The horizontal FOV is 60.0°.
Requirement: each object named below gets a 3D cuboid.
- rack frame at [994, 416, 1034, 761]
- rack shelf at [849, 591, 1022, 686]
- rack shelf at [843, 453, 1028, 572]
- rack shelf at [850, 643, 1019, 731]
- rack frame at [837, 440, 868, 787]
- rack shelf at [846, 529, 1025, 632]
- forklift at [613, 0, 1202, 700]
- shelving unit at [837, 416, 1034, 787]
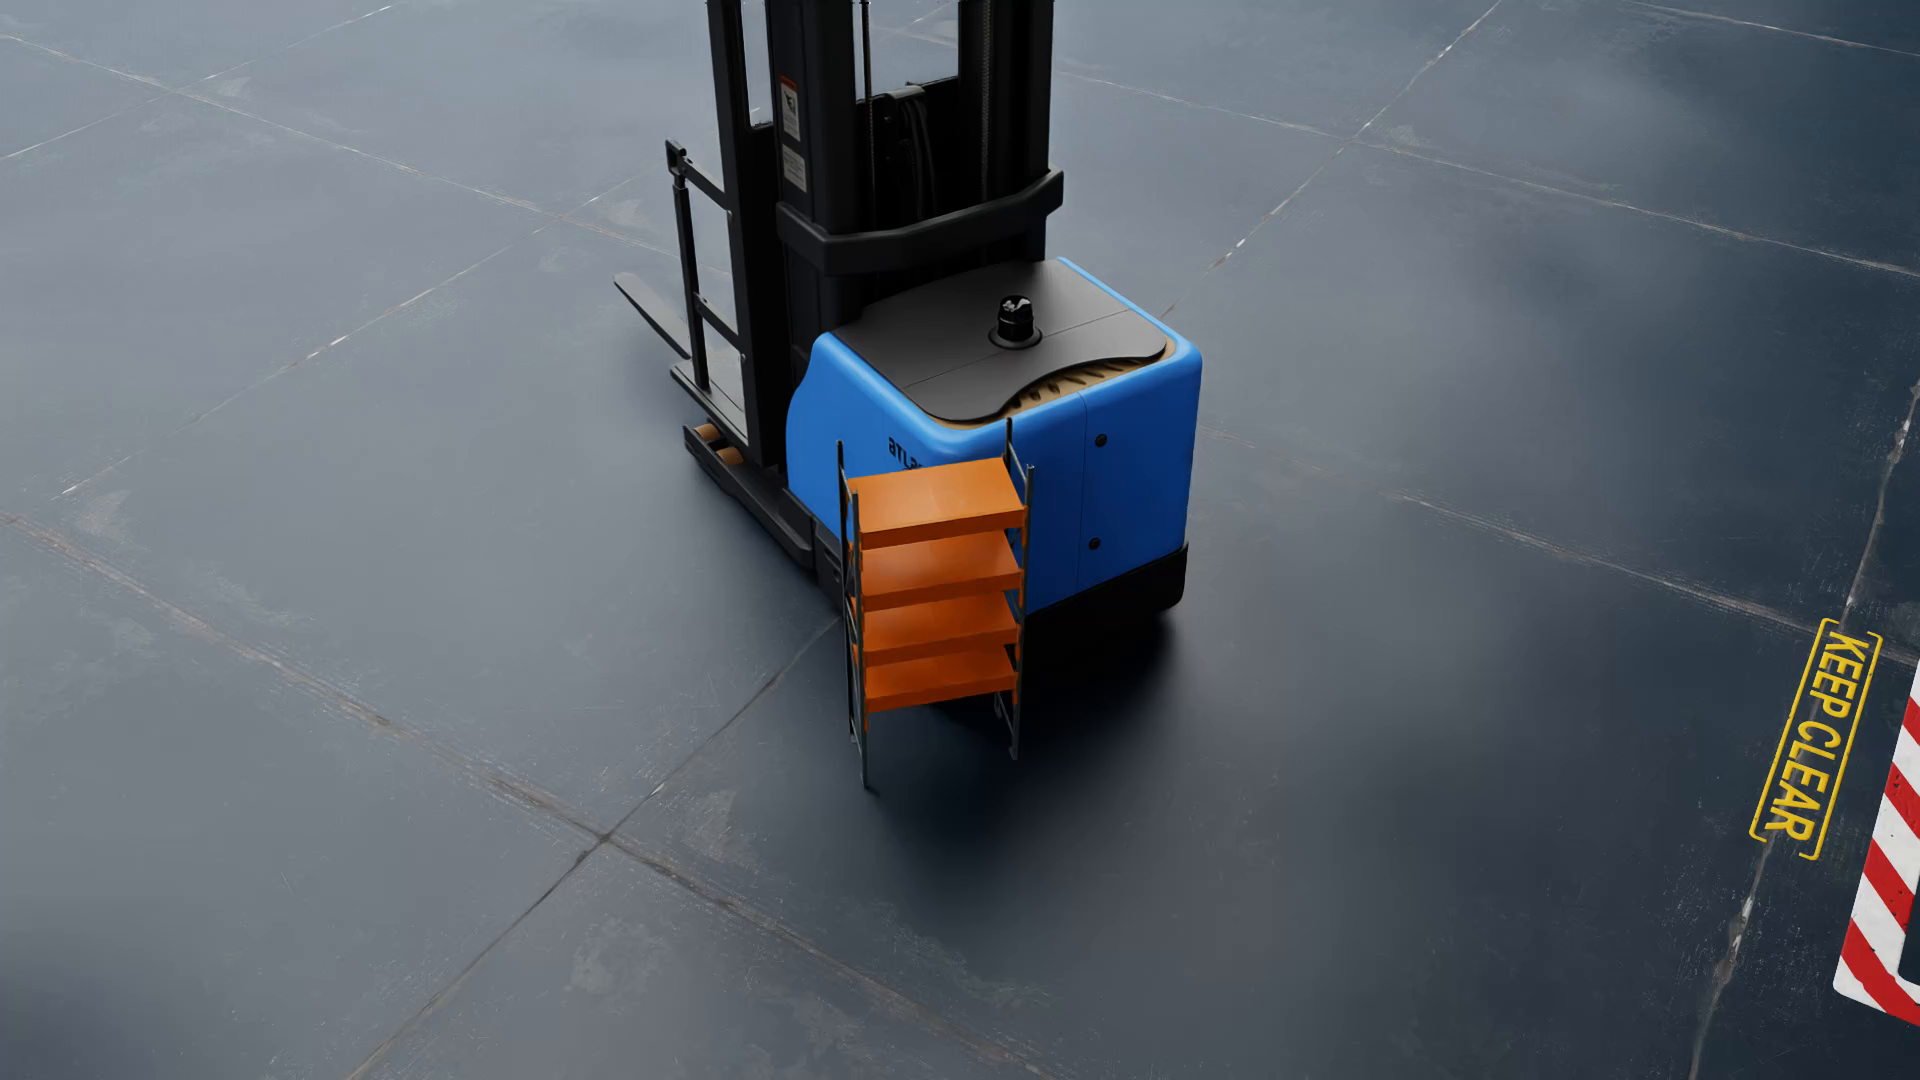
[{"bbox_3d":[0.157,0.178,5.023,0.015,1.200,0.240,-9,42,-11],"label":"rack frame"},{"bbox_3d":[-0.081,0.264,5.021,0.480,0.148,0.258,-9,42,-11],"label":"rack shelf"},{"bbox_3d":[-0.074,-0.082,4.718,0.480,0.148,0.258,-9,42,-11],"label":"rack shelf"},{"bbox_3d":[-0.084,0.414,5.152,0.480,0.148,0.258,-9,42,-11],"label":"rack shelf"},{"bbox_3d":[-0.317,0.250,4.931,0.015,1.200,0.240,-9,42,-11],"label":"rack frame"},{"bbox_3d":[-0.077,0.096,4.874,0.480,0.148,0.258,-9,42,-11],"label":"rack shelf"},{"bbox_3d":[-0.437,-1.502,5.798,1.130,2.935,3.031,-22,43,-26],"label":"forklift"},{"bbox_3d":[-0.080,0.214,4.977,0.503,1.200,0.258,-9,42,-11],"label":"shelving unit"}]
